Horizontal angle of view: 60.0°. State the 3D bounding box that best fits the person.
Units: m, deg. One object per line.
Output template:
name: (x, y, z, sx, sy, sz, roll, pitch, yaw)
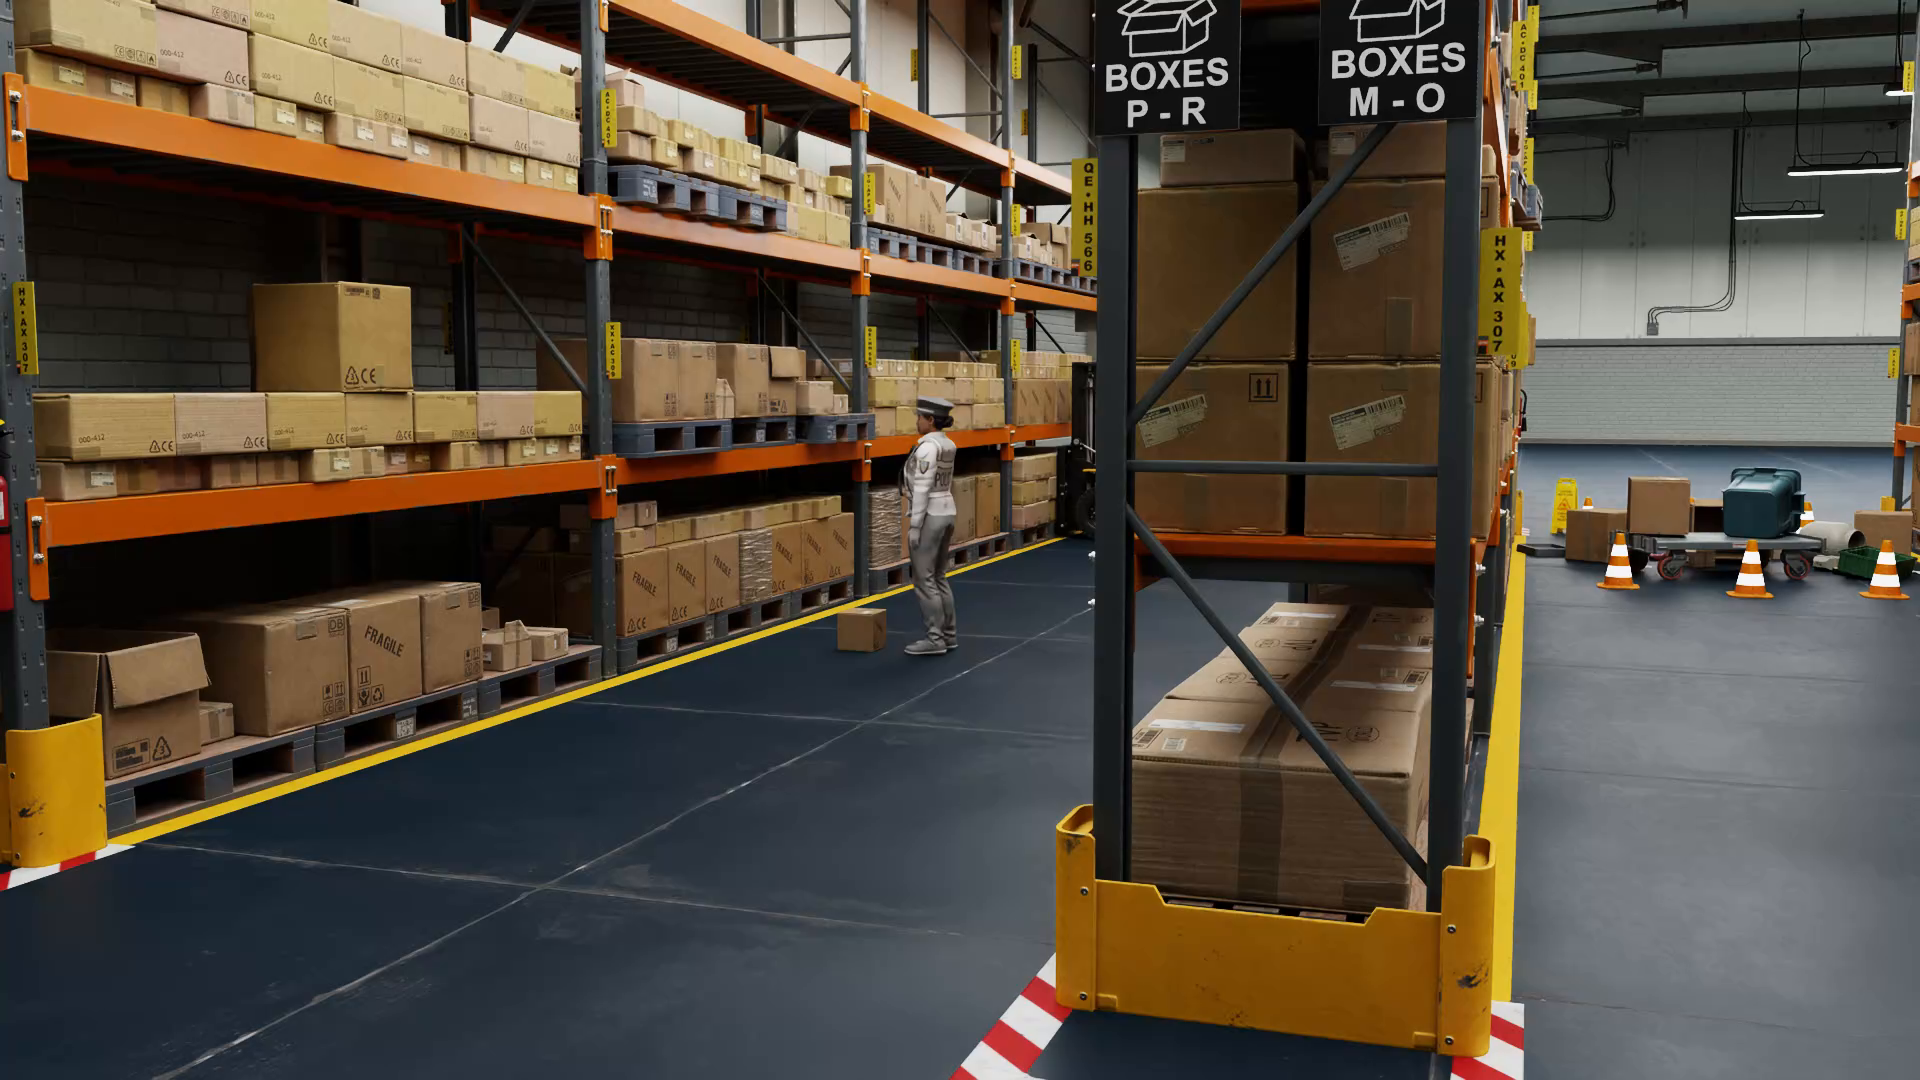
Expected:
person: (3.696, -0.495, 12.133, 6.693, 2.202, 5.749, 2, 6, 20)
